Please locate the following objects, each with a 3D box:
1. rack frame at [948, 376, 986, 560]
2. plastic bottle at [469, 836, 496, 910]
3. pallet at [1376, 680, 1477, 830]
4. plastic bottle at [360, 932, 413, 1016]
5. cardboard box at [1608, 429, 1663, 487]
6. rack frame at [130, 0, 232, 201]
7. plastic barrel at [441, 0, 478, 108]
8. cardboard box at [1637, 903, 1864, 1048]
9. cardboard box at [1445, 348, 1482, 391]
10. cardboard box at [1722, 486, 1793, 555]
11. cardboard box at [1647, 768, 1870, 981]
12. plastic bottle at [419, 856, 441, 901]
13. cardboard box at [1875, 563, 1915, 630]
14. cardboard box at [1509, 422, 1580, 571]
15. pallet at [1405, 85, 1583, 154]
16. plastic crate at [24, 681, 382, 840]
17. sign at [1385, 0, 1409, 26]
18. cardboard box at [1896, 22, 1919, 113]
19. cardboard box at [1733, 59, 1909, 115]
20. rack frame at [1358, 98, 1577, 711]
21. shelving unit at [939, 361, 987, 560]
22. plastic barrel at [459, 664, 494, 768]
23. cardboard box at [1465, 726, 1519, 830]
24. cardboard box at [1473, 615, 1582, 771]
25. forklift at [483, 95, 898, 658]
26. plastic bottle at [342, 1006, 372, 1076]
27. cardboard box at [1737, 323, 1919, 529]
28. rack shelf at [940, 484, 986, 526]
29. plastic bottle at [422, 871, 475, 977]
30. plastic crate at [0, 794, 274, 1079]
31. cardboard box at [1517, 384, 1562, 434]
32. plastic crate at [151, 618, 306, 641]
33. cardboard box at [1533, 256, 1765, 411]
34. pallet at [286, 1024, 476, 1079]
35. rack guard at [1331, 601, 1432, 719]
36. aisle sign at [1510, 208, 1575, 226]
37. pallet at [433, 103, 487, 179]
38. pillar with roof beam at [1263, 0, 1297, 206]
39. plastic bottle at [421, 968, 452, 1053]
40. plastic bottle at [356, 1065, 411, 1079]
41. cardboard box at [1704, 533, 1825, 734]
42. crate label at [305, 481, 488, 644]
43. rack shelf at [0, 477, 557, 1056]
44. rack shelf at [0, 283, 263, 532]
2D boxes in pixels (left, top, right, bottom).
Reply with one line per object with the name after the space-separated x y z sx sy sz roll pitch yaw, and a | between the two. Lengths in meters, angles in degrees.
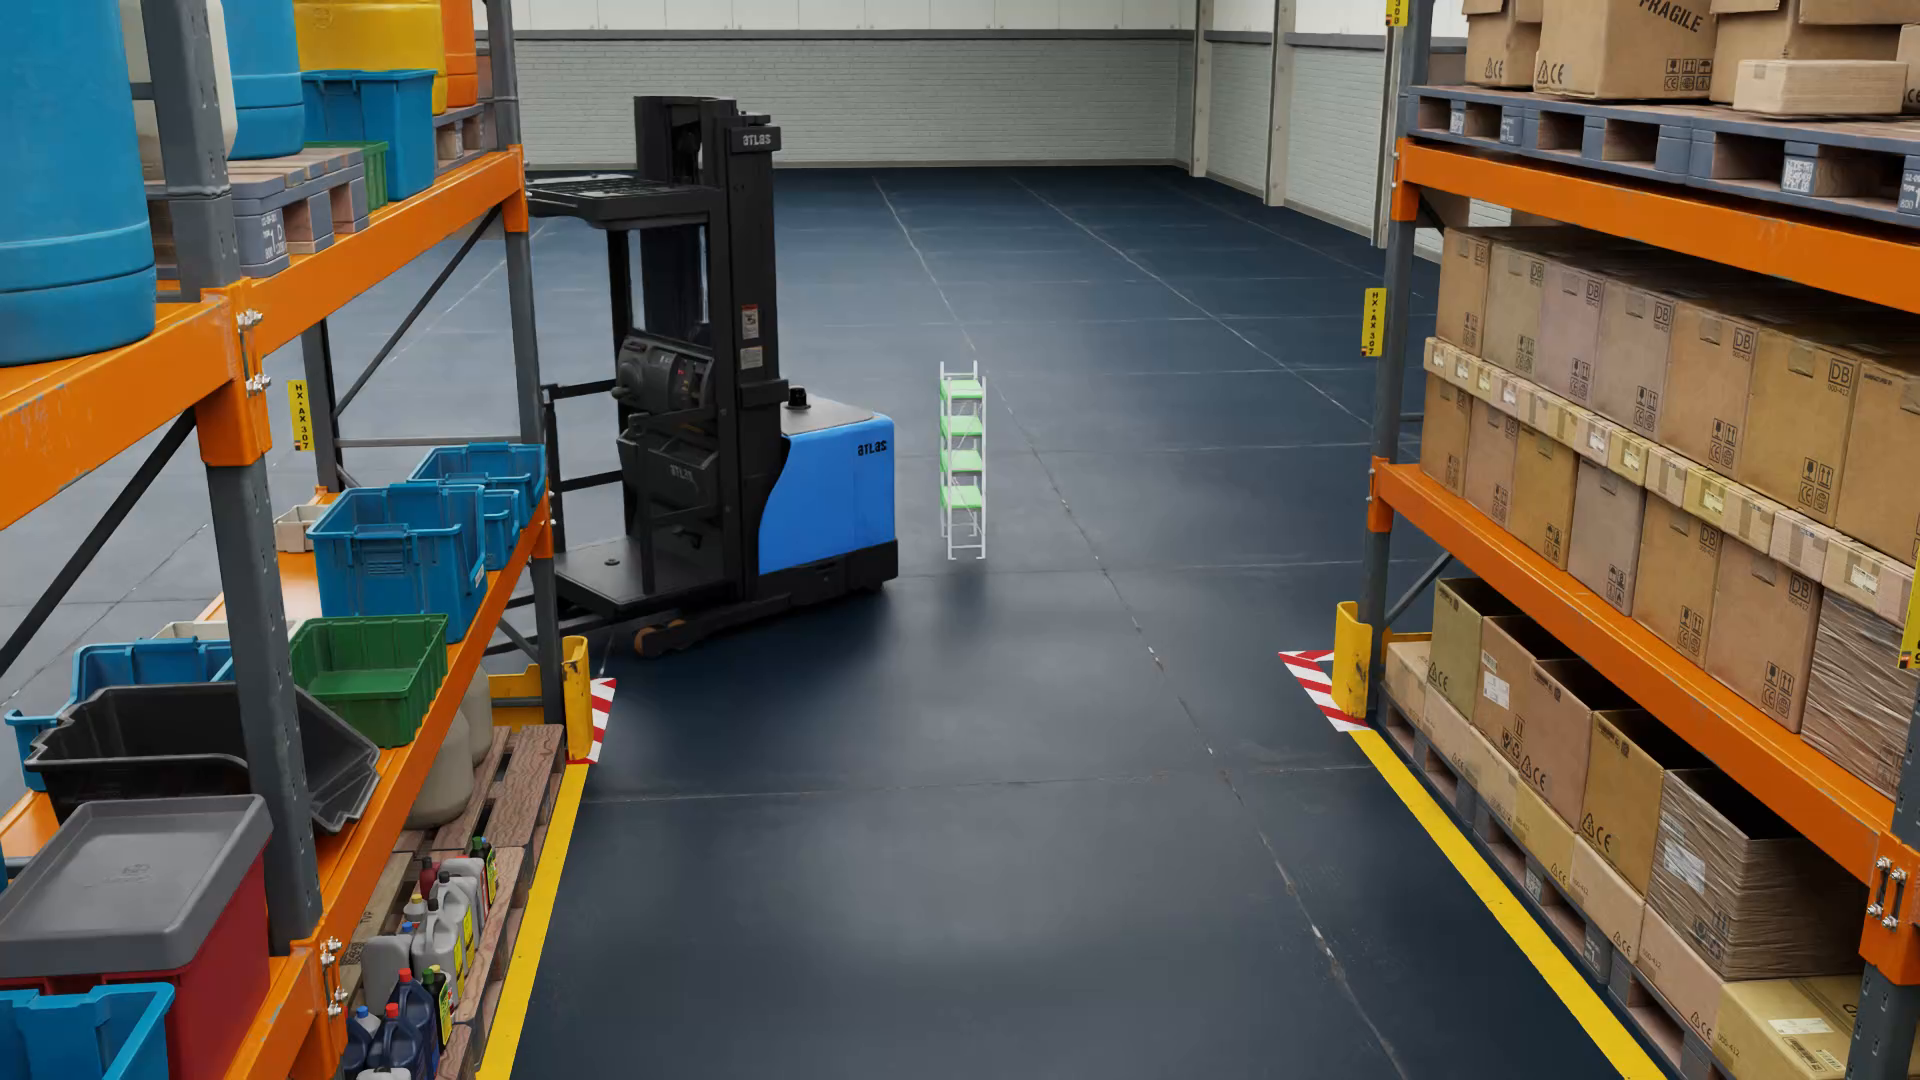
0.042 -0.450 10.609 0.240 1.200 0.015 -2 18 -6 | rack frame
-1.759 1.209 6.118 0.061 0.283 0.133 -1 17 -4 | plastic bottle
2.634 0.960 7.766 1.003 0.211 1.213 -2 18 -6 | pallet
-1.880 1.412 5.483 0.152 0.276 0.135 -2 18 -6 | plastic bottle
2.525 -0.294 5.856 0.380 0.149 0.250 -1 17 -4 | cardboard box
-2.002 -2.115 2.892 1.000 3.000 0.127 -2 18 -6 | rack frame
-2.238 -2.140 6.561 0.600 0.830 0.708 -2 18 -6 | plastic barrel
2.619 1.426 5.517 0.500 0.250 0.500 -2 18 -6 | cardboard box
2.369 -0.752 7.314 0.380 0.149 0.250 -2 18 -7 | cardboard box
2.603 -0.067 5.131 0.380 0.149 0.250 -2 18 -6 | cardboard box
2.620 1.068 5.405 0.500 0.500 0.500 -2 18 -6 | cardboard box
-1.896 1.254 5.975 0.061 0.283 0.133 -2 18 -6 | plastic bottle
2.685 0.163 4.399 0.380 0.149 0.250 -2 18 -6 | cardboard box
2.653 -0.201 6.641 0.700 0.500 0.500 -2 18 -5 | cardboard box
2.560 -1.774 6.961 1.003 0.211 1.213 -2 18 -6 | pallet
-1.929 0.617 4.309 0.767 0.338 0.504 -2 18 -6 | plastic crate
1.960 -2.467 7.429 0.100 0.325 0.005 -2 18 -6 | sign
3.080 -1.380 4.771 0.500 0.311 0.500 -3 18 -9 | cardboard box
2.529 -1.334 4.897 0.380 0.149 0.250 -2 18 -6 | cardboard box
2.513 -0.597 8.070 1.000 3.000 0.127 -2 18 -6 | rack frame
0.017 -0.523 10.840 0.258 1.200 0.503 -2 18 -6 | shelving unit
-2.270 0.735 7.279 0.421 0.512 0.421 0 17 0 | plastic barrel
2.454 0.979 6.940 0.500 0.250 0.500 -2 18 -6 | cardboard box
2.465 0.621 6.829 0.500 0.500 0.500 -2 18 -6 | cardboard box
-1.819 -0.927 9.237 3.031 2.935 1.130 -15 23 -39 | forklift
-1.816 1.552 4.914 0.144 0.351 0.185 -2 18 -6 | plastic bottle
2.820 -0.354 4.965 0.700 0.500 0.500 -2 18 -6 | cardboard box
0.017 -0.233 10.931 0.258 0.148 0.480 -2 18 -6 | rack shelf
-1.755 1.309 5.687 0.144 0.351 0.185 -1 17 -3 | plastic bottle
-1.647 0.851 3.351 0.402 0.464 0.583 -2 18 -6 | plastic crate
2.447 -0.523 6.585 0.380 0.149 0.250 -2 18 -7 | cardboard box
-2.421 0.397 5.346 0.530 0.136 0.437 -2 18 -6 | plastic crate
2.666 -0.802 6.390 0.700 0.500 0.500 -2 18 -5 | cardboard box
-2.029 1.876 4.849 1.003 0.211 1.213 -2 18 -6 | pallet
2.511 0.589 8.467 1.175 0.500 0.348 -2 18 -6 | rack guard
2.798 -1.866 7.772 0.394 0.787 0.004 -2 18 -6 | aisle sign
-2.426 -1.536 6.371 1.003 0.211 1.213 -2 18 -6 | pallet
1.615 -10.449 29.436 9.100 9.000 0.400 -2 18 -6 | pillar with roof beam
-1.667 1.473 5.278 0.061 0.283 0.133 -1 17 -3 | plastic bottle
-1.659 1.632 4.782 0.152 0.276 0.135 -1 17 -4 | plastic bottle
2.813 0.258 5.180 0.700 0.500 0.500 -2 18 -6 | cardboard box
-1.955 0.078 5.861 0.502 0.435 0.616 -2 18 -6 | crate label
-2.208 0.494 5.796 1.077 0.370 4.000 -2 18 -6 | rack shelf
-1.795 0.255 1.551 1.077 0.370 4.000 -2 18 -6 | rack shelf
